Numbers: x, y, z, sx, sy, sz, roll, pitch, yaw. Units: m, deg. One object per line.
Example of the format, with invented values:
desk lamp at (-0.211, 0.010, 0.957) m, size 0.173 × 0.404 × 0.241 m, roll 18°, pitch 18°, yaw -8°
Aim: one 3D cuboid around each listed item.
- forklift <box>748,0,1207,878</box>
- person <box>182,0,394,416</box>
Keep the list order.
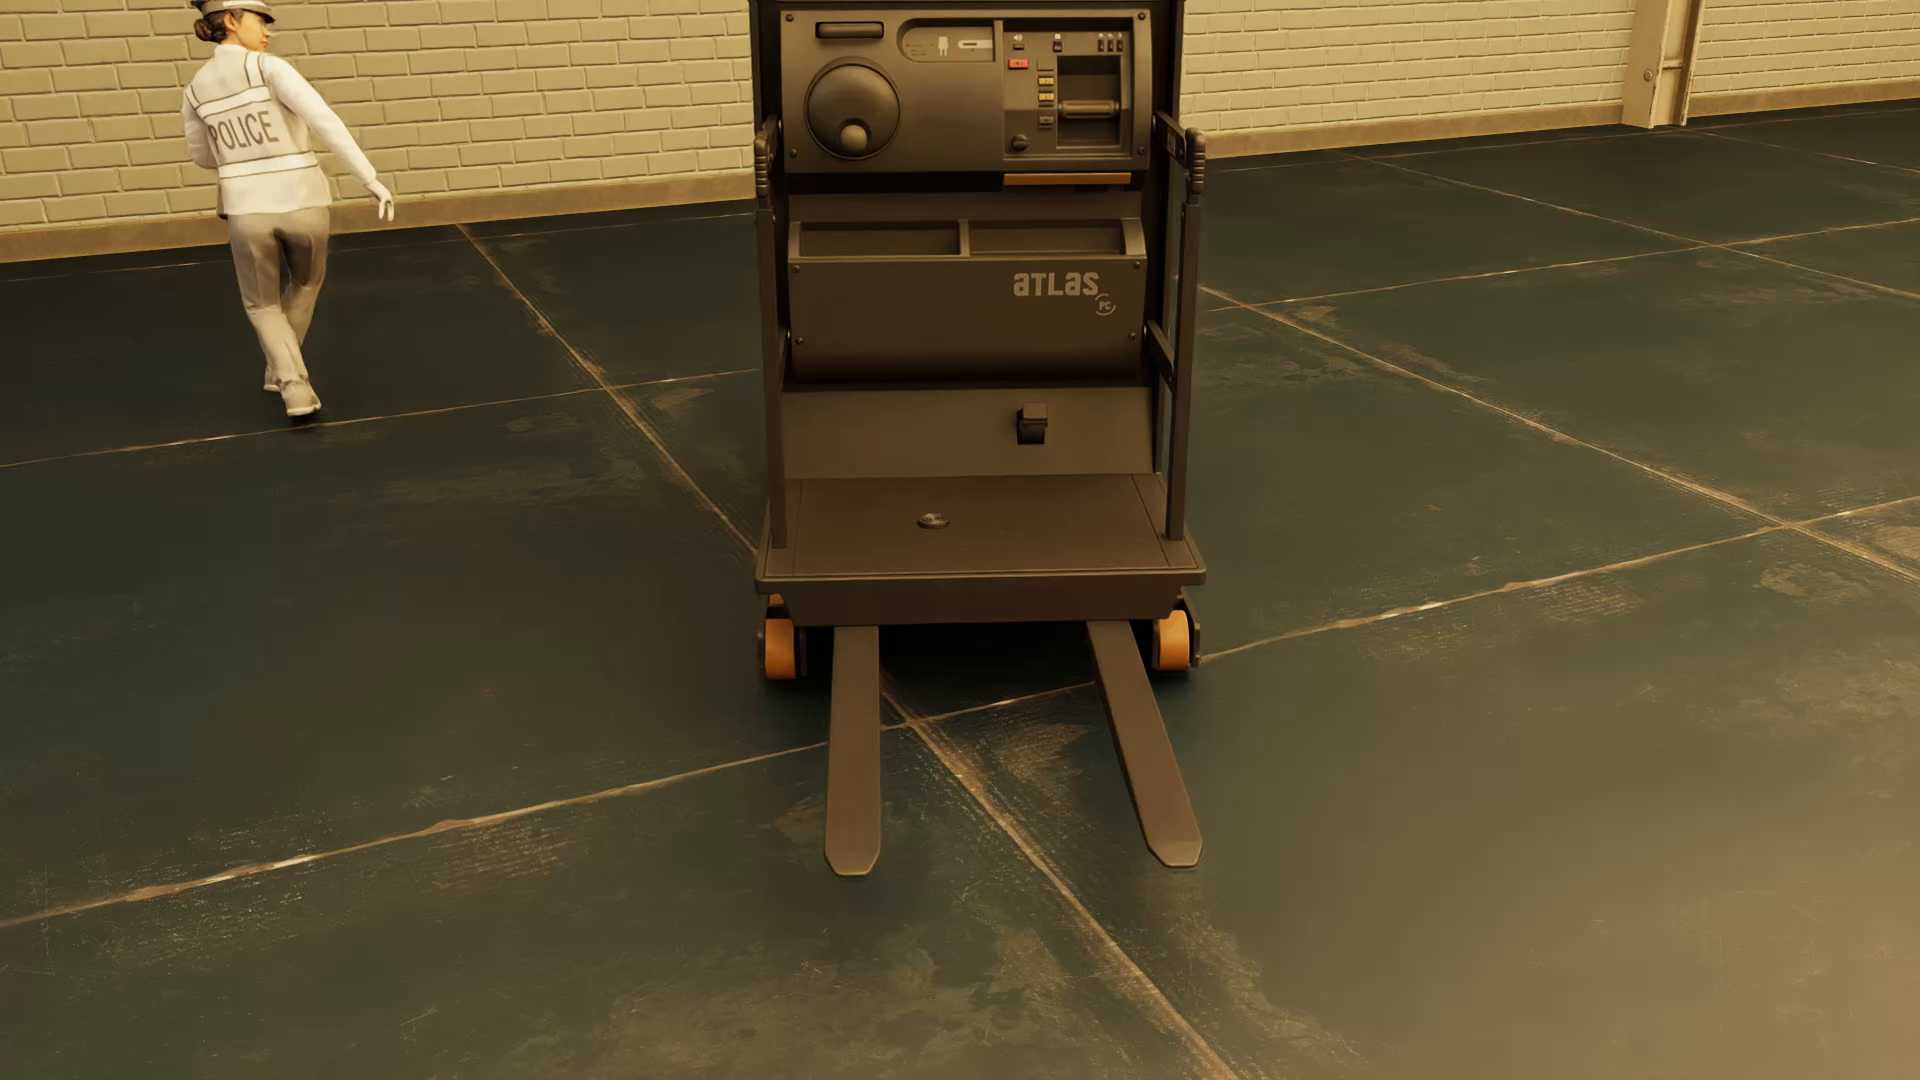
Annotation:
forklift at (0.030, -1.120, 3.982) m, size 1.130 × 2.935 × 3.031 m, roll -1°, pitch 23°, yaw -3°
person at (-2.432, -1.242, 6.120) m, size 0.742 × 1.563 × 0.767 m, roll -4°, pitch 23°, yaw -9°
